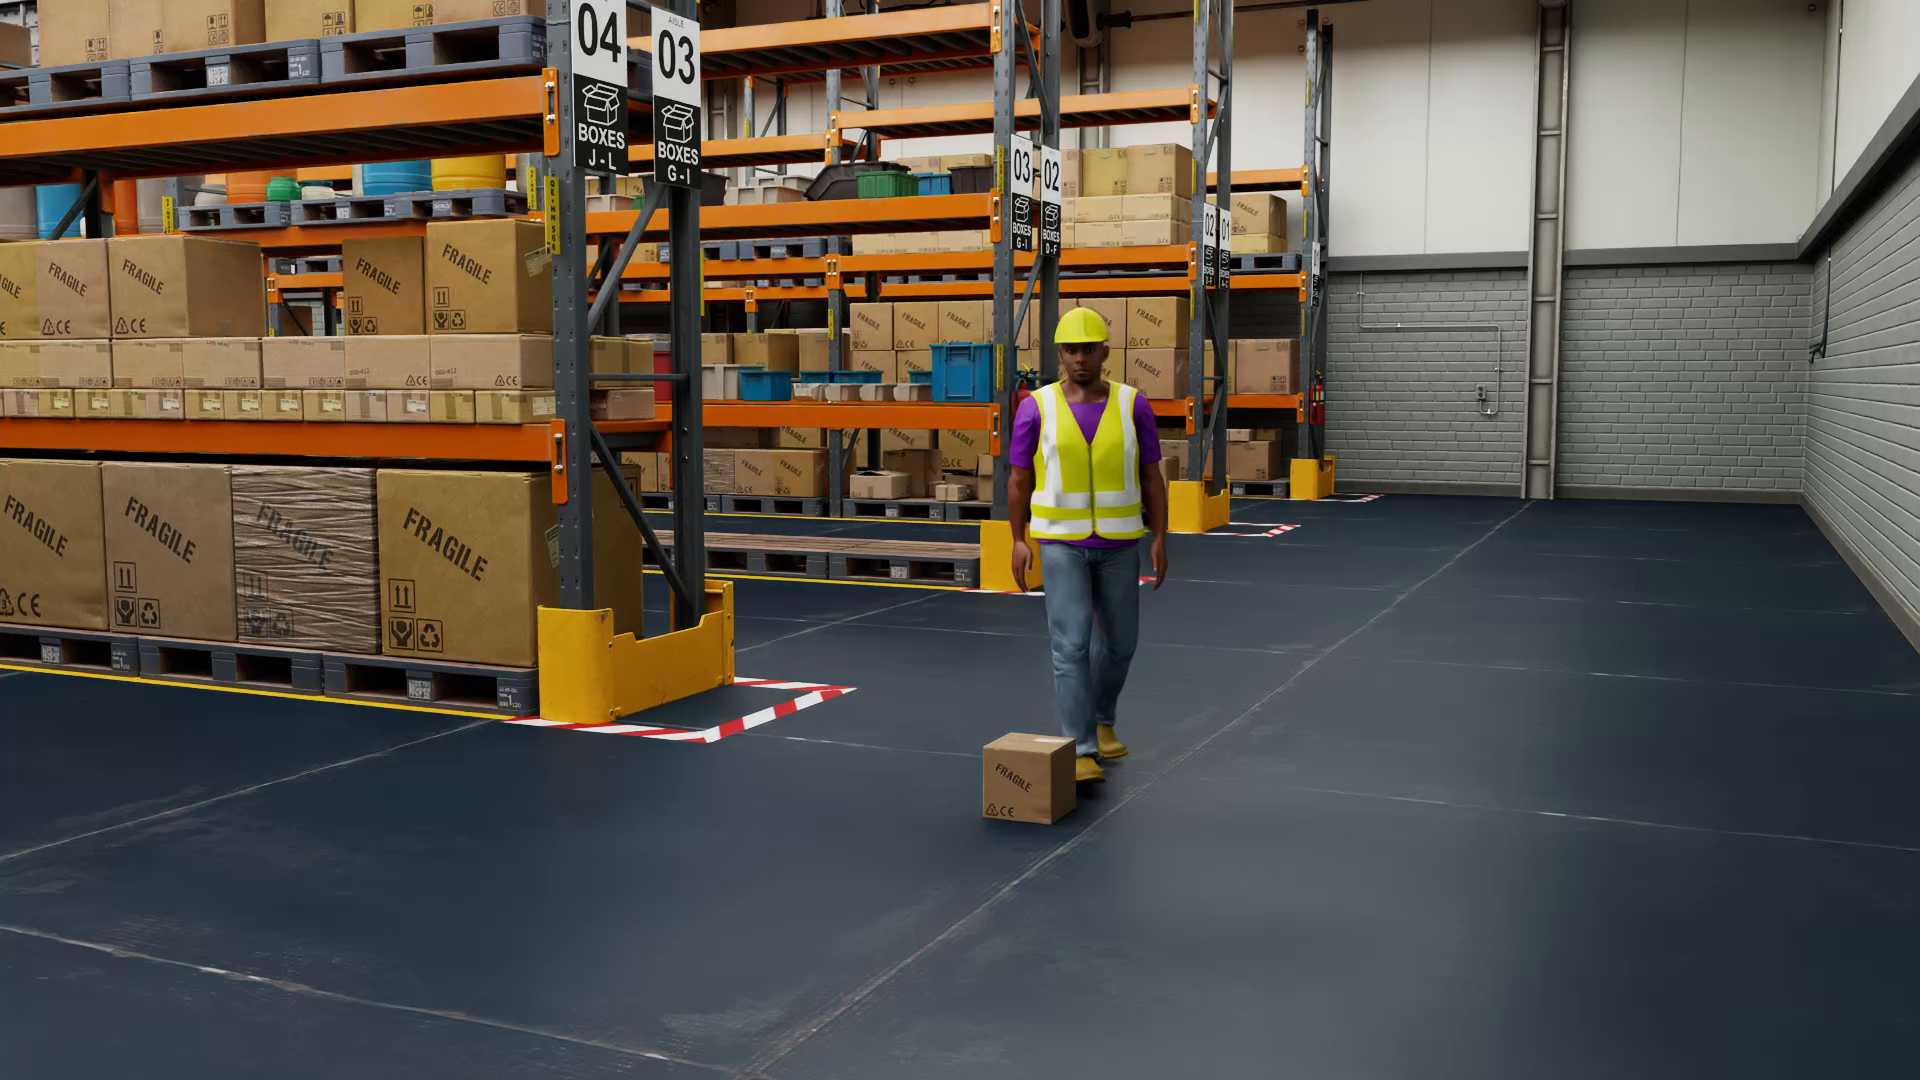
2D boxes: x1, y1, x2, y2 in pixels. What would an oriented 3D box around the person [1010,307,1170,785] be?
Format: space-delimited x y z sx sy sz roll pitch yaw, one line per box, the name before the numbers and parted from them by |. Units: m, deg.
person | 0.489 0.018 6.231 0.589 1.771 0.752 -1 6 -5
